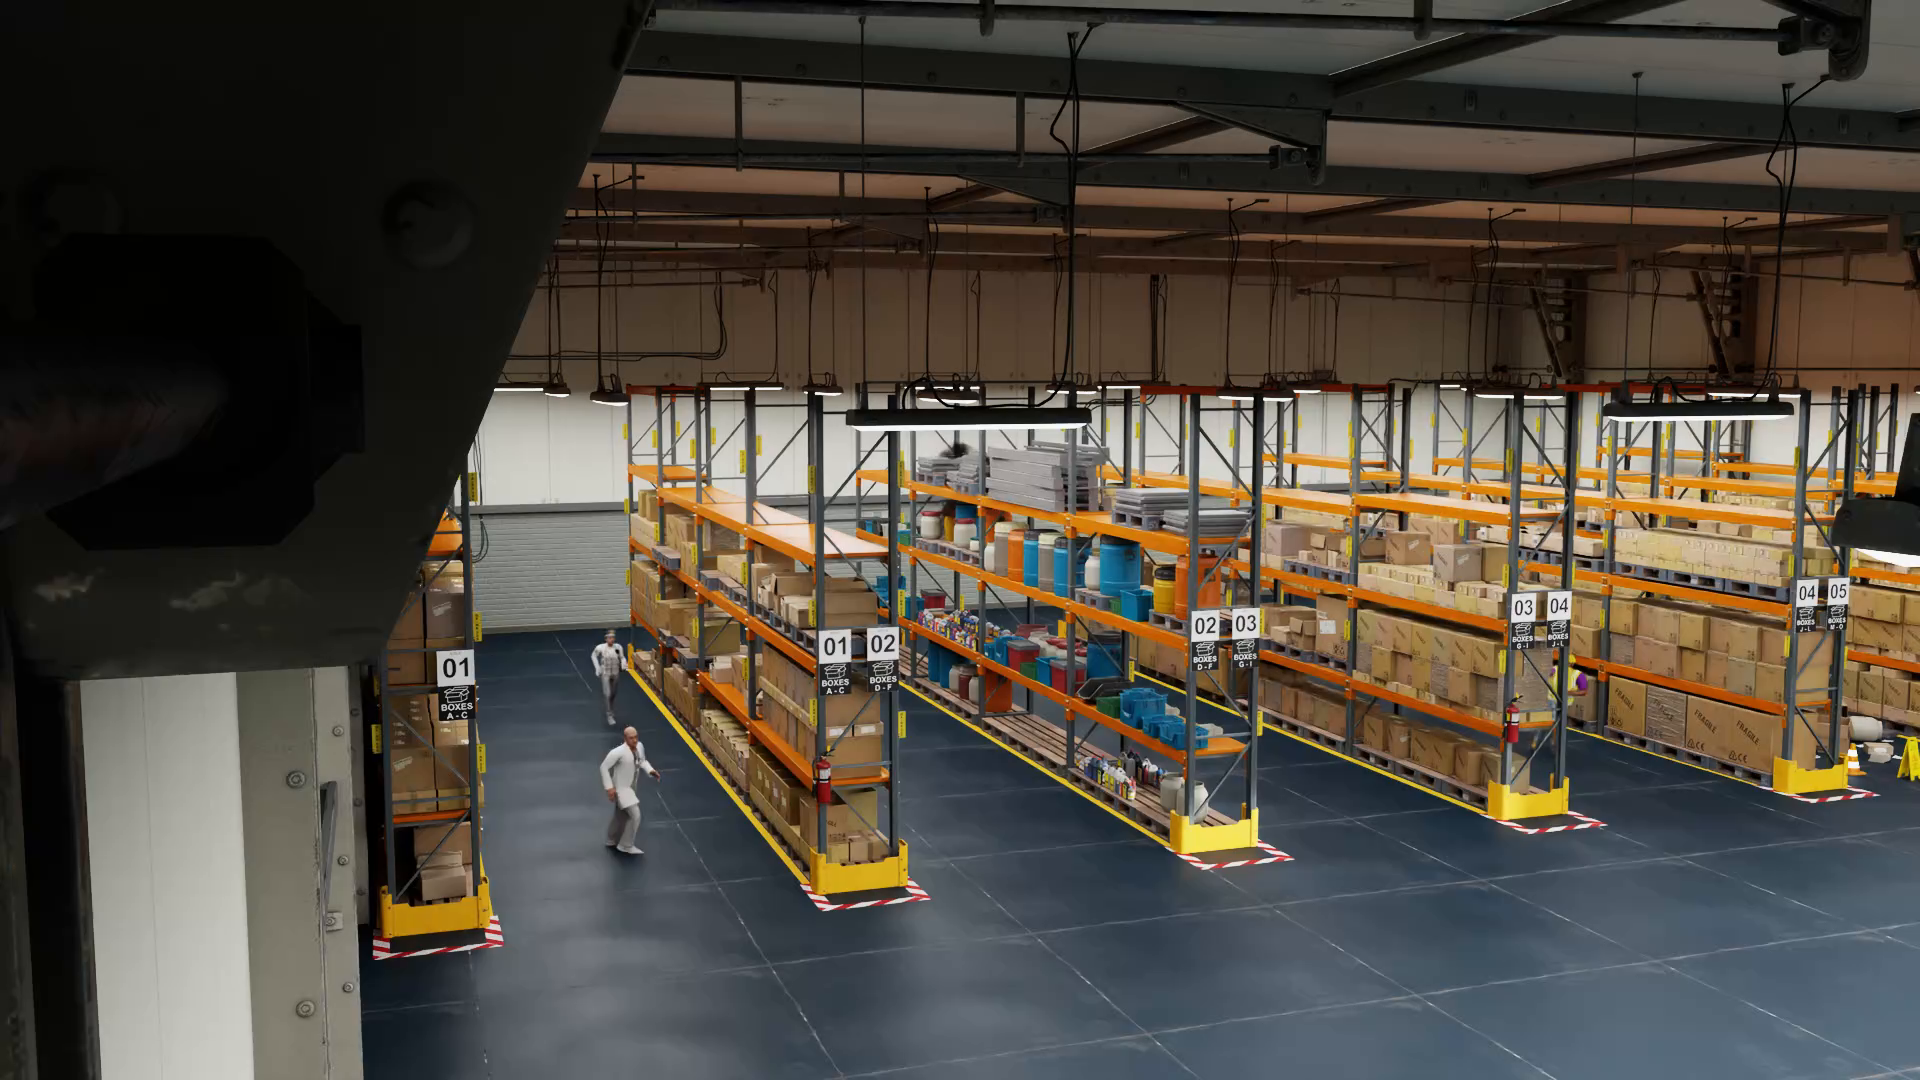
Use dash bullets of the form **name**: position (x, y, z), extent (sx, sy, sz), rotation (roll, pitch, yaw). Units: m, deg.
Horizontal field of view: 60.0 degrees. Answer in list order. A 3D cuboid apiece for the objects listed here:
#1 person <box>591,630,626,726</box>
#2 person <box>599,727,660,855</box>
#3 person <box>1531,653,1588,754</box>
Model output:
- **person**: position (-6.283, 2.417, 29.808), extent (0.584, 1.686, 0.905), rotation (-3, 7, -26)
- **person**: position (-4.328, 3.270, 21.727), extent (0.876, 1.739, 0.710), rotation (2, 6, 15)
- **person**: position (9.820, 2.659, 27.288), extent (0.823, 1.650, 0.725), rotation (0, 6, 3)
